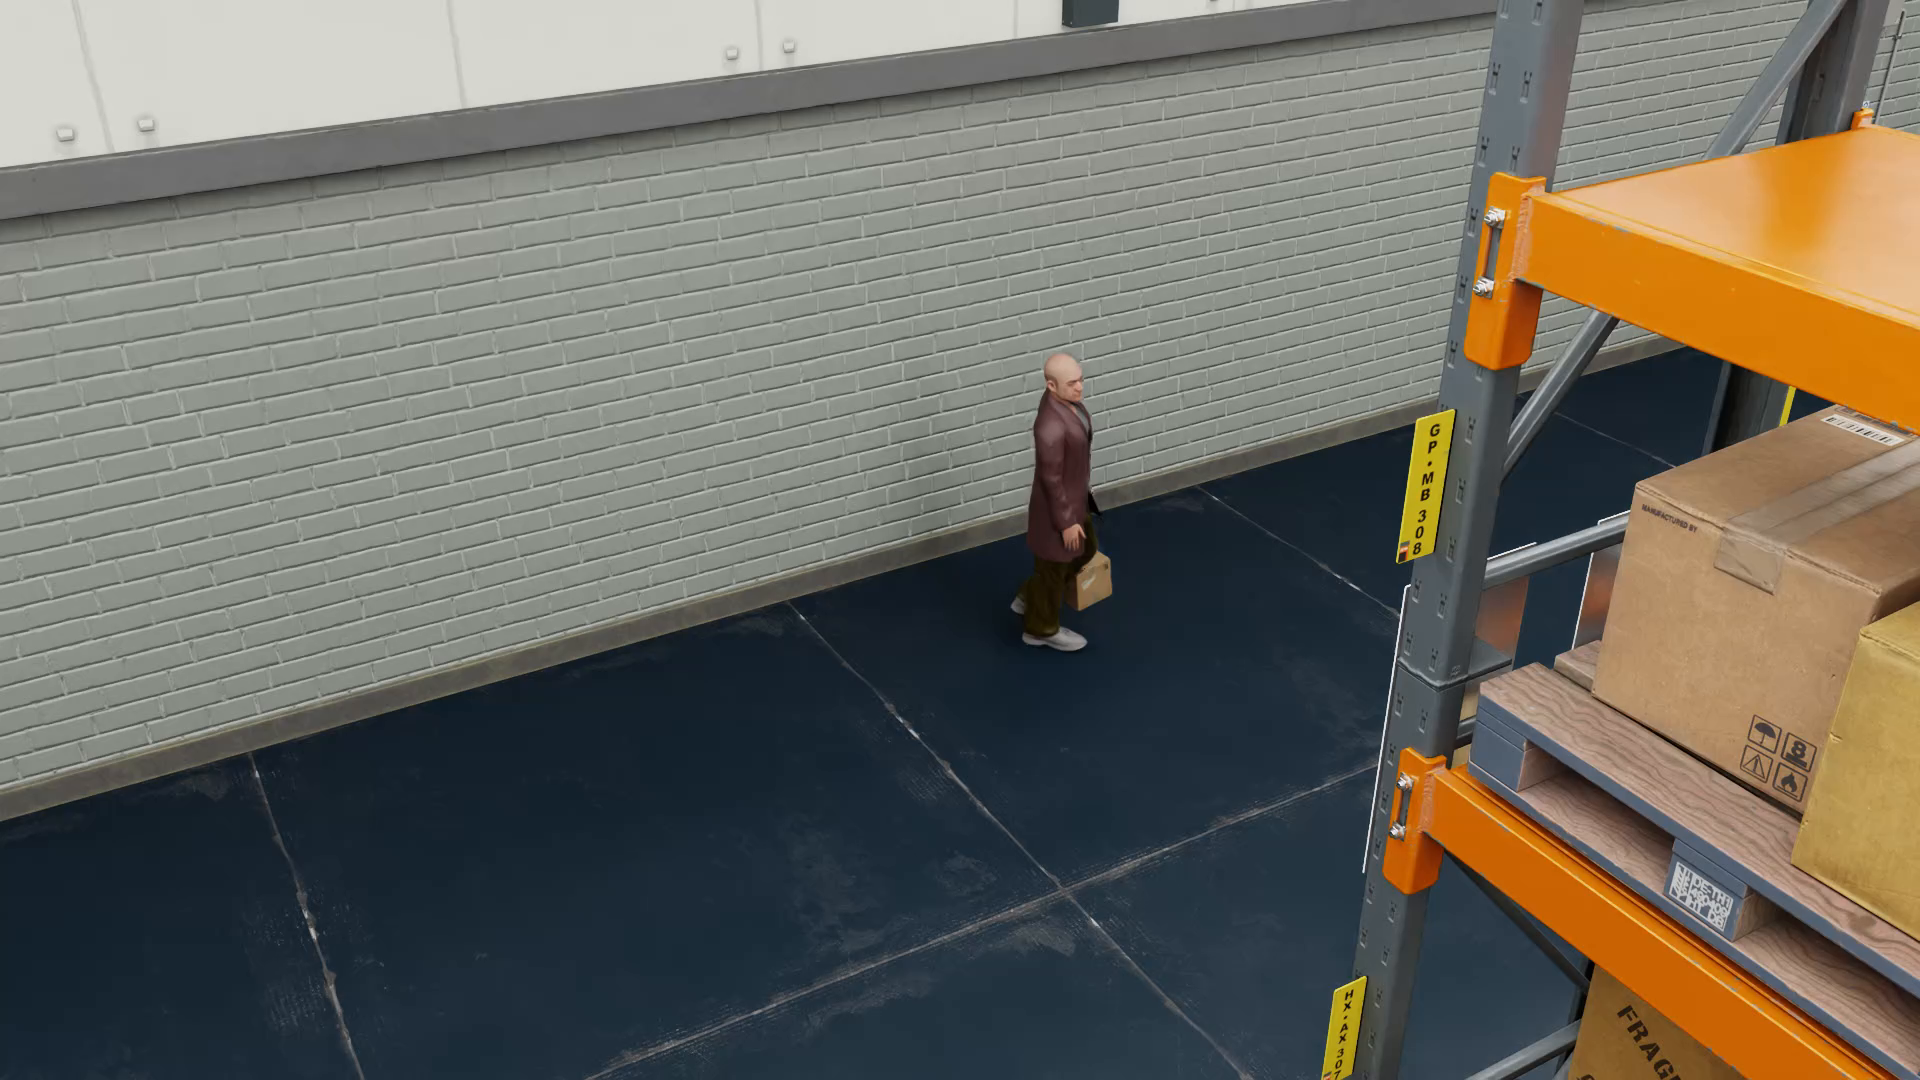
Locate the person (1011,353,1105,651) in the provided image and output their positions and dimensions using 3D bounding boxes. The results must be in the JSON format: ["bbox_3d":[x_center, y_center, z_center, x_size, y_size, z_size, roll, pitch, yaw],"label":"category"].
[{"bbox_3d":[0.517,-0.197,8.925,0.509,1.772,0.675,6,29,10],"label":"person"}]
